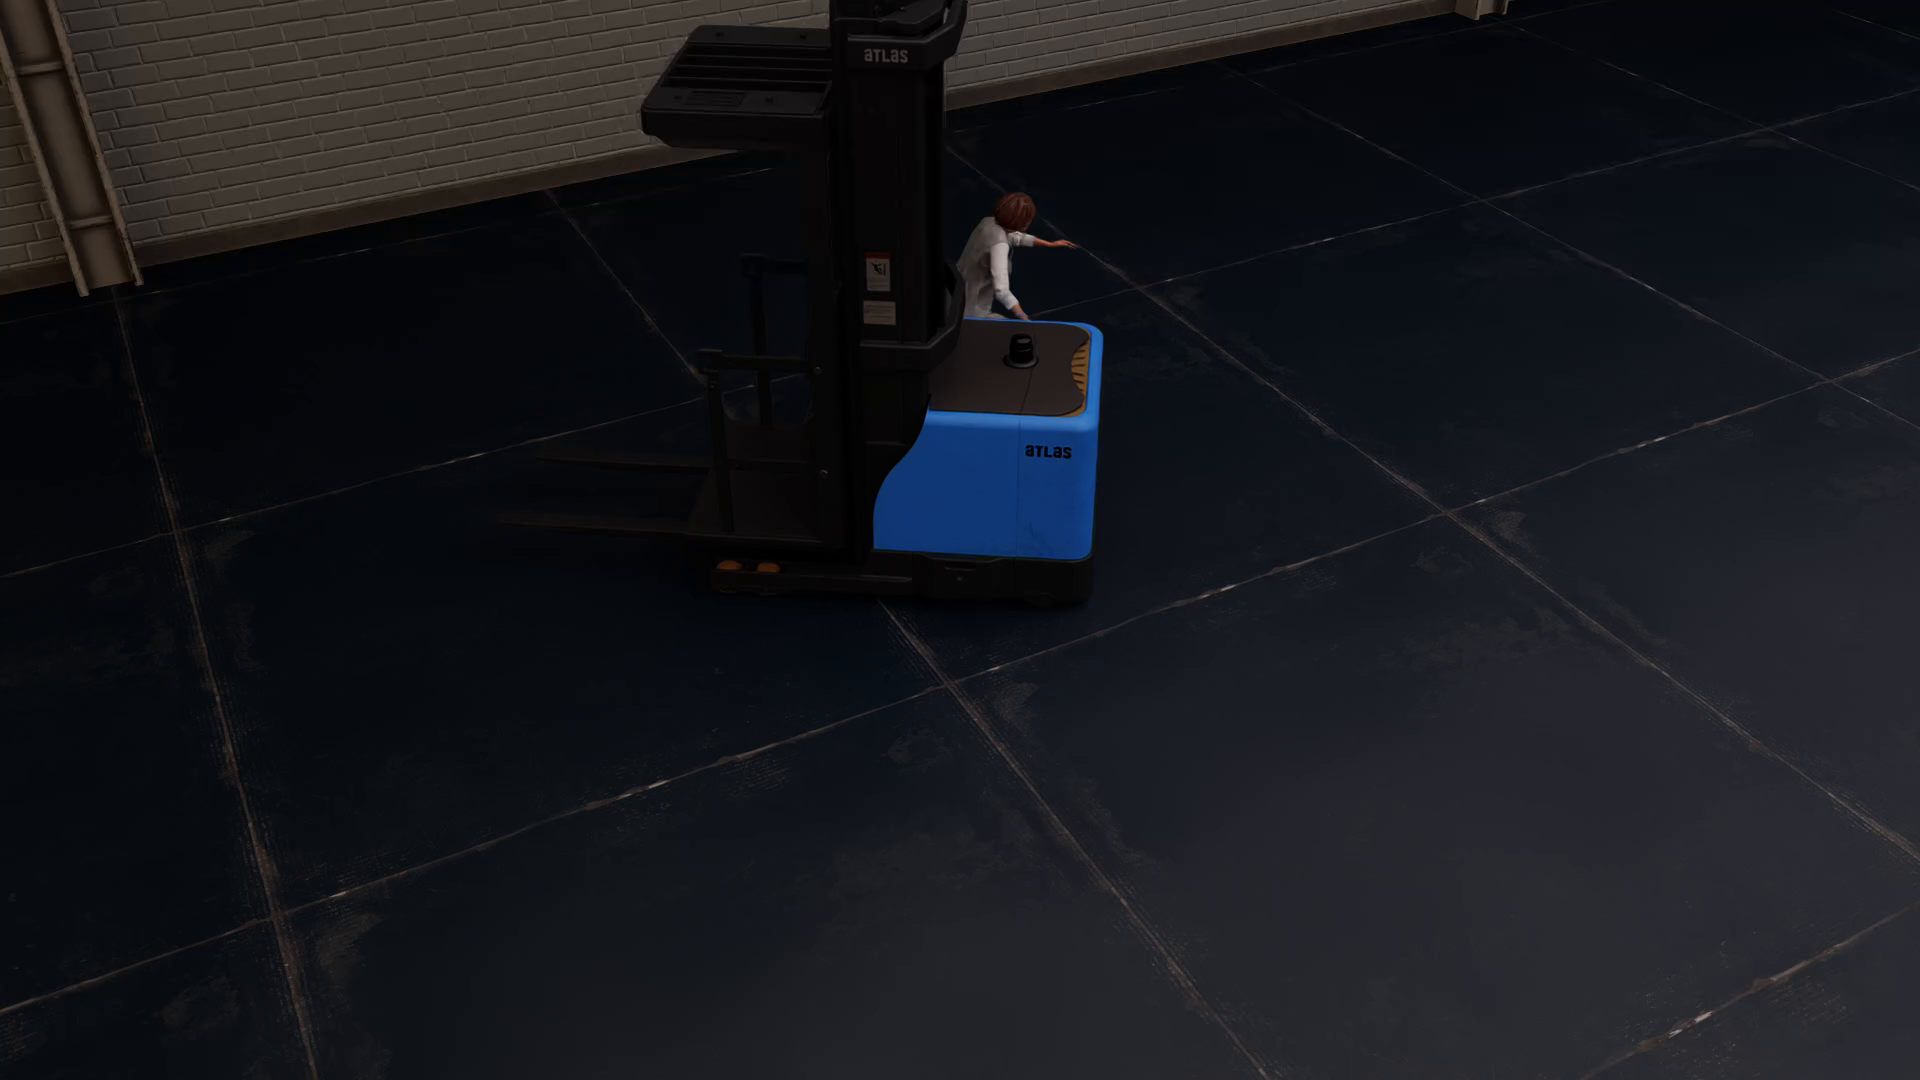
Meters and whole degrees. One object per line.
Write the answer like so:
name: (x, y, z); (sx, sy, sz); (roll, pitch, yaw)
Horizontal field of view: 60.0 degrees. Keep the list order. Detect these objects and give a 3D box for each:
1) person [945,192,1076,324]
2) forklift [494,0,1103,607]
person: (0.329, -1.234, 9.246); (0.839, 1.364, 0.915); (-12, 37, -16)
forklift: (-0.819, -1.218, 7.846); (3.031, 2.935, 1.130); (3, 35, 5)
